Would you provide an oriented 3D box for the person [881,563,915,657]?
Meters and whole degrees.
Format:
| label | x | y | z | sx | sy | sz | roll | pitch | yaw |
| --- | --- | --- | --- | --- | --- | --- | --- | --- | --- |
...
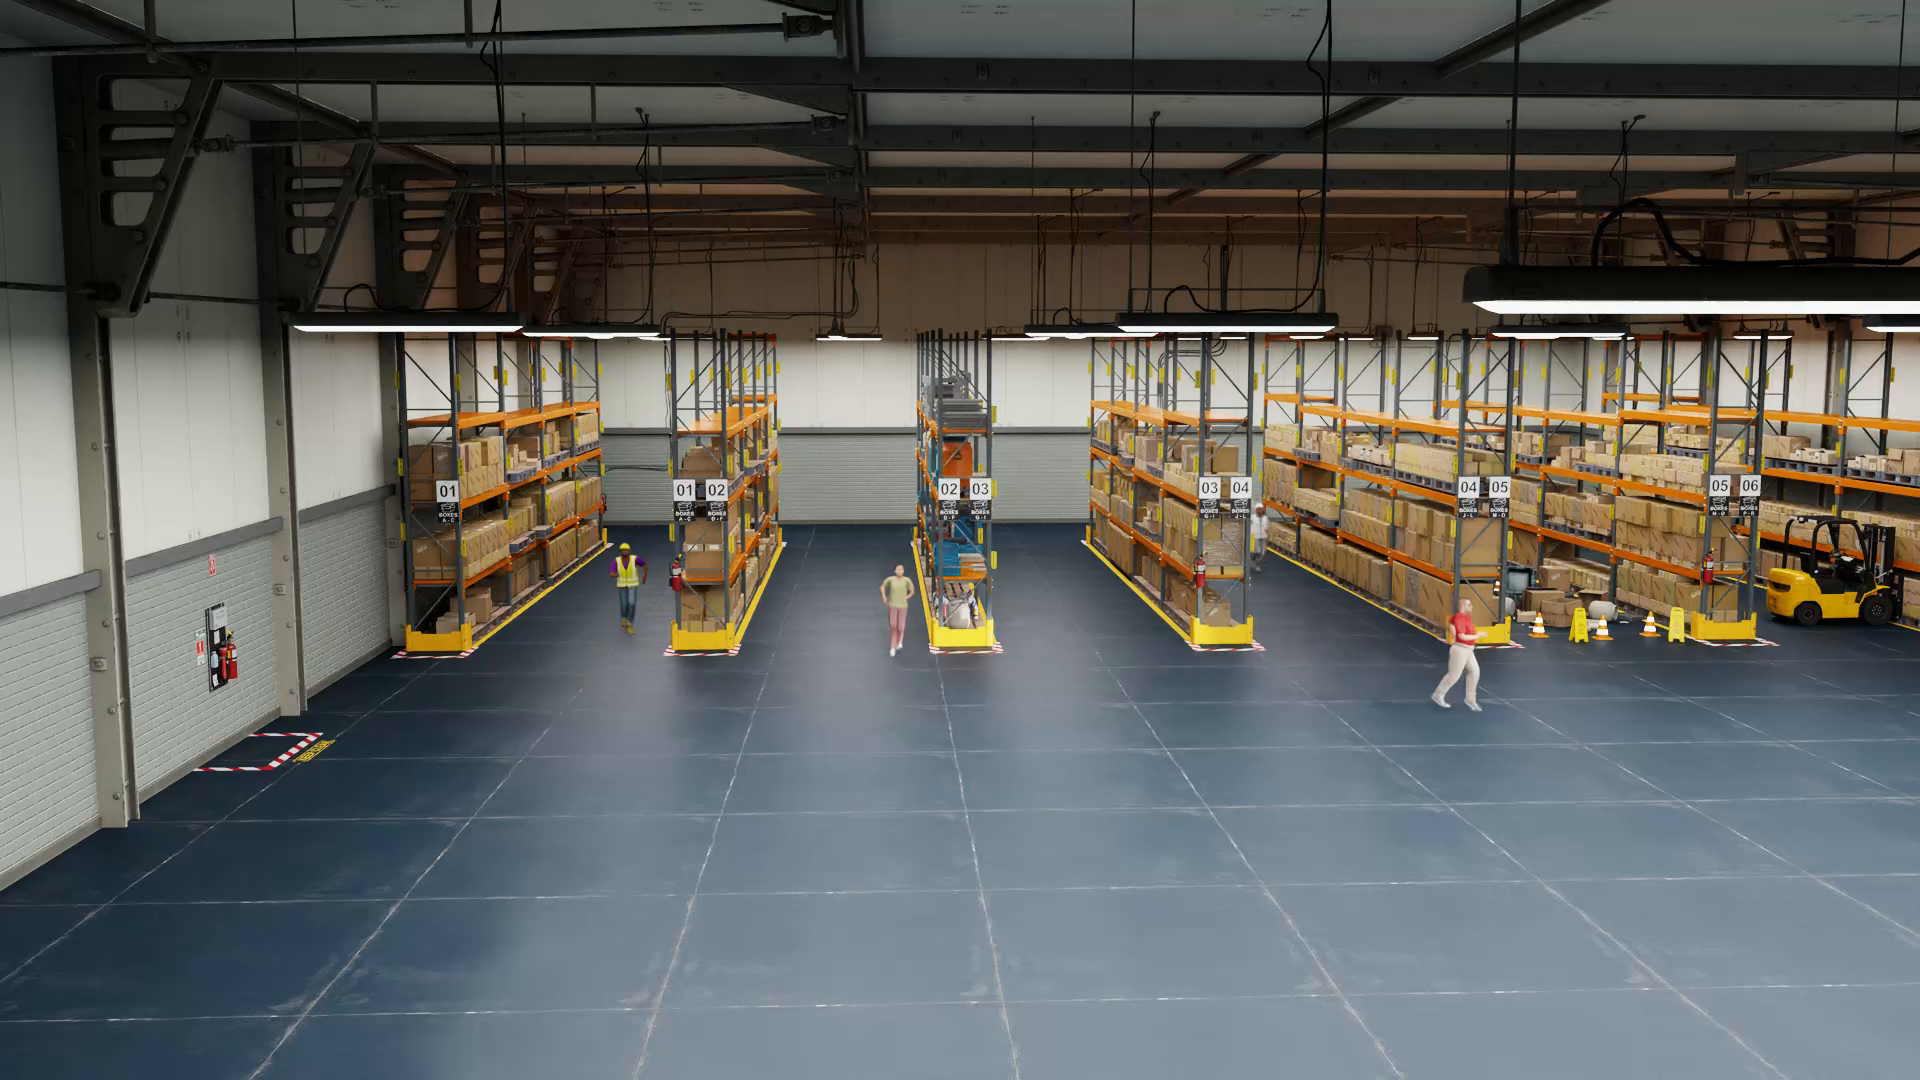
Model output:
| label | x | y | z | sx | sy | sz | roll | pitch | yaw |
| --- | --- | --- | --- | --- | --- | --- | --- | --- | --- |
| person | -1.138 | 1.280 | 30.875 | 0.610 | 1.707 | 0.776 | -1 | 7 | -6 |

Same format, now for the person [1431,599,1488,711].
| label | x | y | z | sx | sy | sz | roll | pitch | yaw |
| --- | --- | --- | --- | --- | --- | --- | --- | --- | --- |
| person | 7.831 | 1.812 | 26.027 | 0.832 | 1.811 | 0.652 | 4 | 8 | 29 |

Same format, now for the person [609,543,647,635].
| label | x | y | z | sx | sy | sz | roll | pitch | yaw |
| --- | --- | --- | --- | --- | --- | --- | --- | --- | --- |
| person | -6.610 | 0.952 | 33.120 | 0.710 | 1.812 | 0.905 | 0 | 7 | -3 |

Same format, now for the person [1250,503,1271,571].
| label | x | y | z | sx | sy | sz | roll | pitch | yaw |
| --- | --- | --- | --- | --- | --- | --- | --- | --- | --- |
| person | 7.511 | -0.061 | 41.747 | 0.644 | 1.730 | 0.591 | -1 | 7 | -11 |
